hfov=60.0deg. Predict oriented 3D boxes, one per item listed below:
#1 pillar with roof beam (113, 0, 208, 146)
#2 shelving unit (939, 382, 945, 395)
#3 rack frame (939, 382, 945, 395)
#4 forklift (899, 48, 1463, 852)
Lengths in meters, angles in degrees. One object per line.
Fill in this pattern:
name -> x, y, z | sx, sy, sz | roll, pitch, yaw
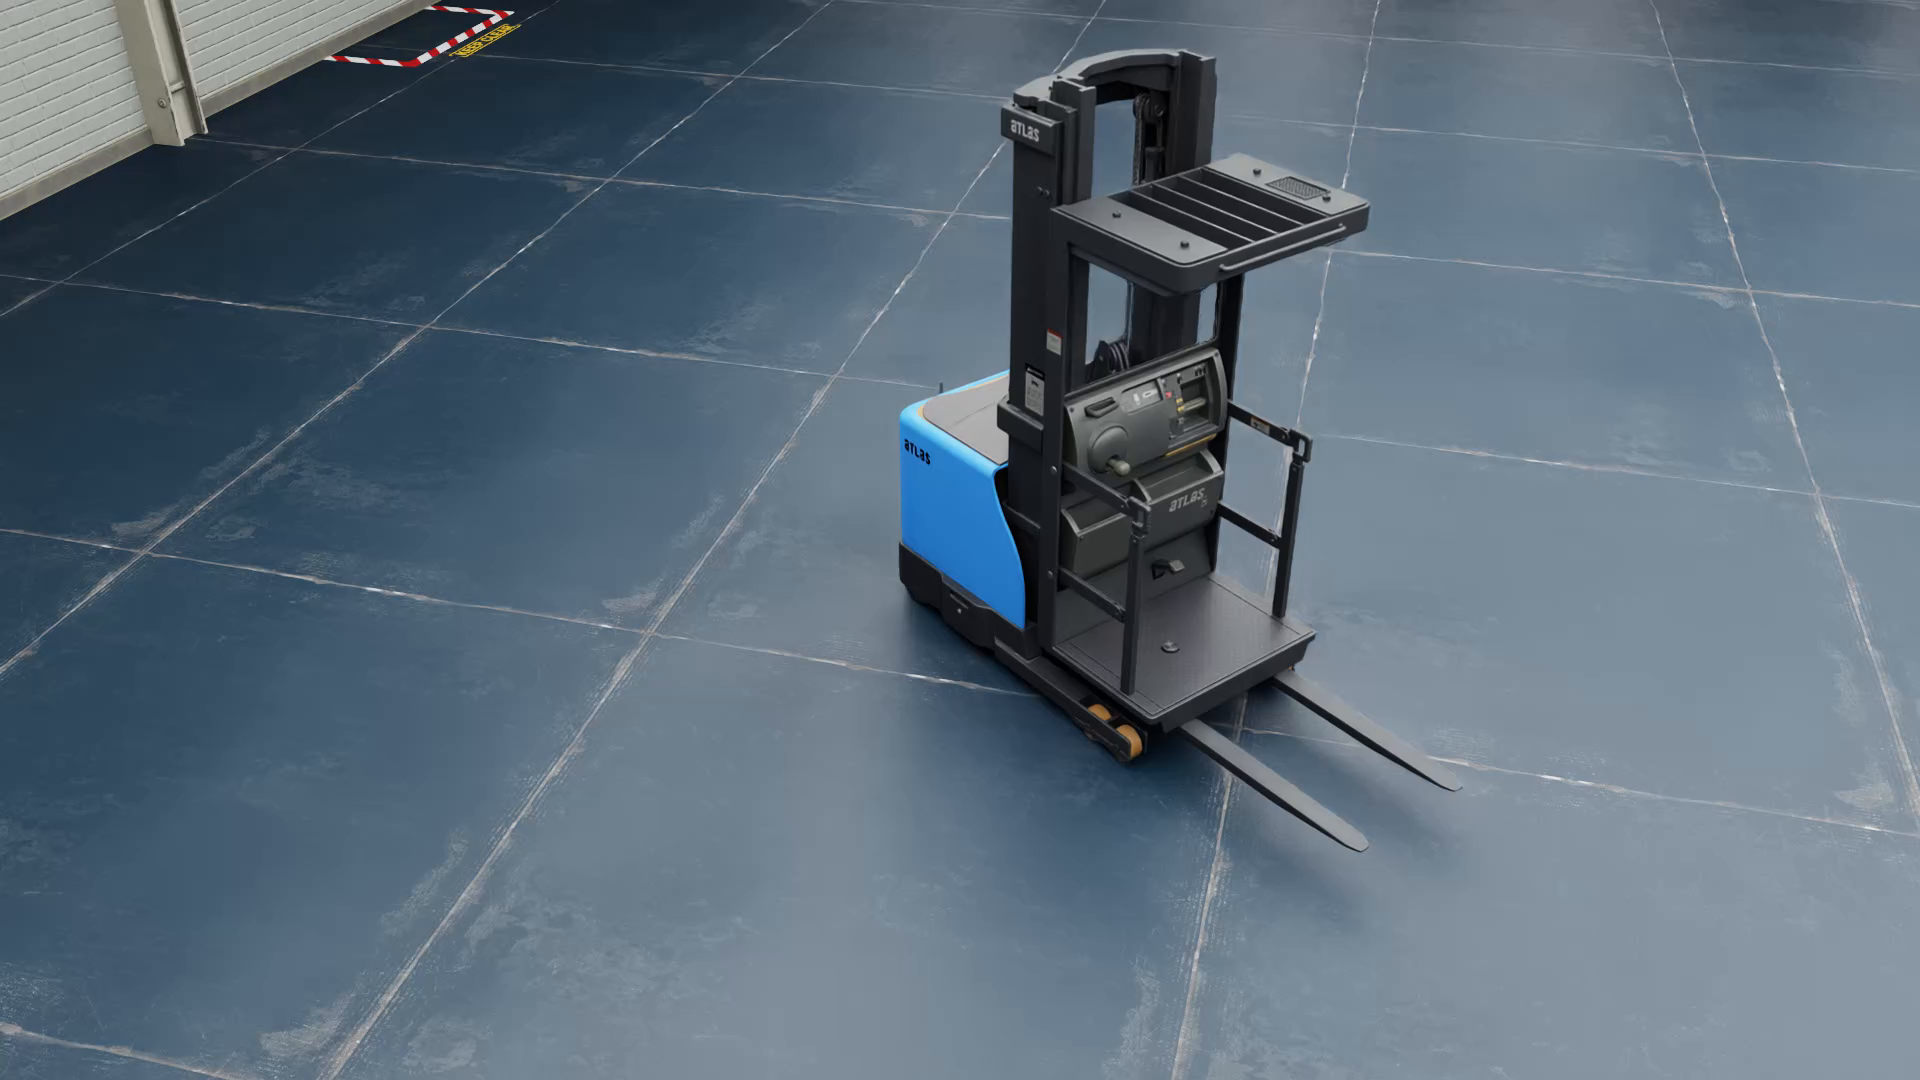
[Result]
pillar with roof beam -> -2.841, -6.825, 11.599 | 9.100, 9.000, 0.400 | 8, 33, 12
shelving unit -> -0.019, -0.399, 9.039 | 0.258, 0.900, 0.210 | 8, 33, 12
rack frame -> 0.006, -0.452, 9.122 | 0.240, 0.900, 0.006 | 8, 33, 12
forklift -> 0.980, -0.521, 7.337 | 1.130, 2.935, 3.031 | -23, 39, -31
